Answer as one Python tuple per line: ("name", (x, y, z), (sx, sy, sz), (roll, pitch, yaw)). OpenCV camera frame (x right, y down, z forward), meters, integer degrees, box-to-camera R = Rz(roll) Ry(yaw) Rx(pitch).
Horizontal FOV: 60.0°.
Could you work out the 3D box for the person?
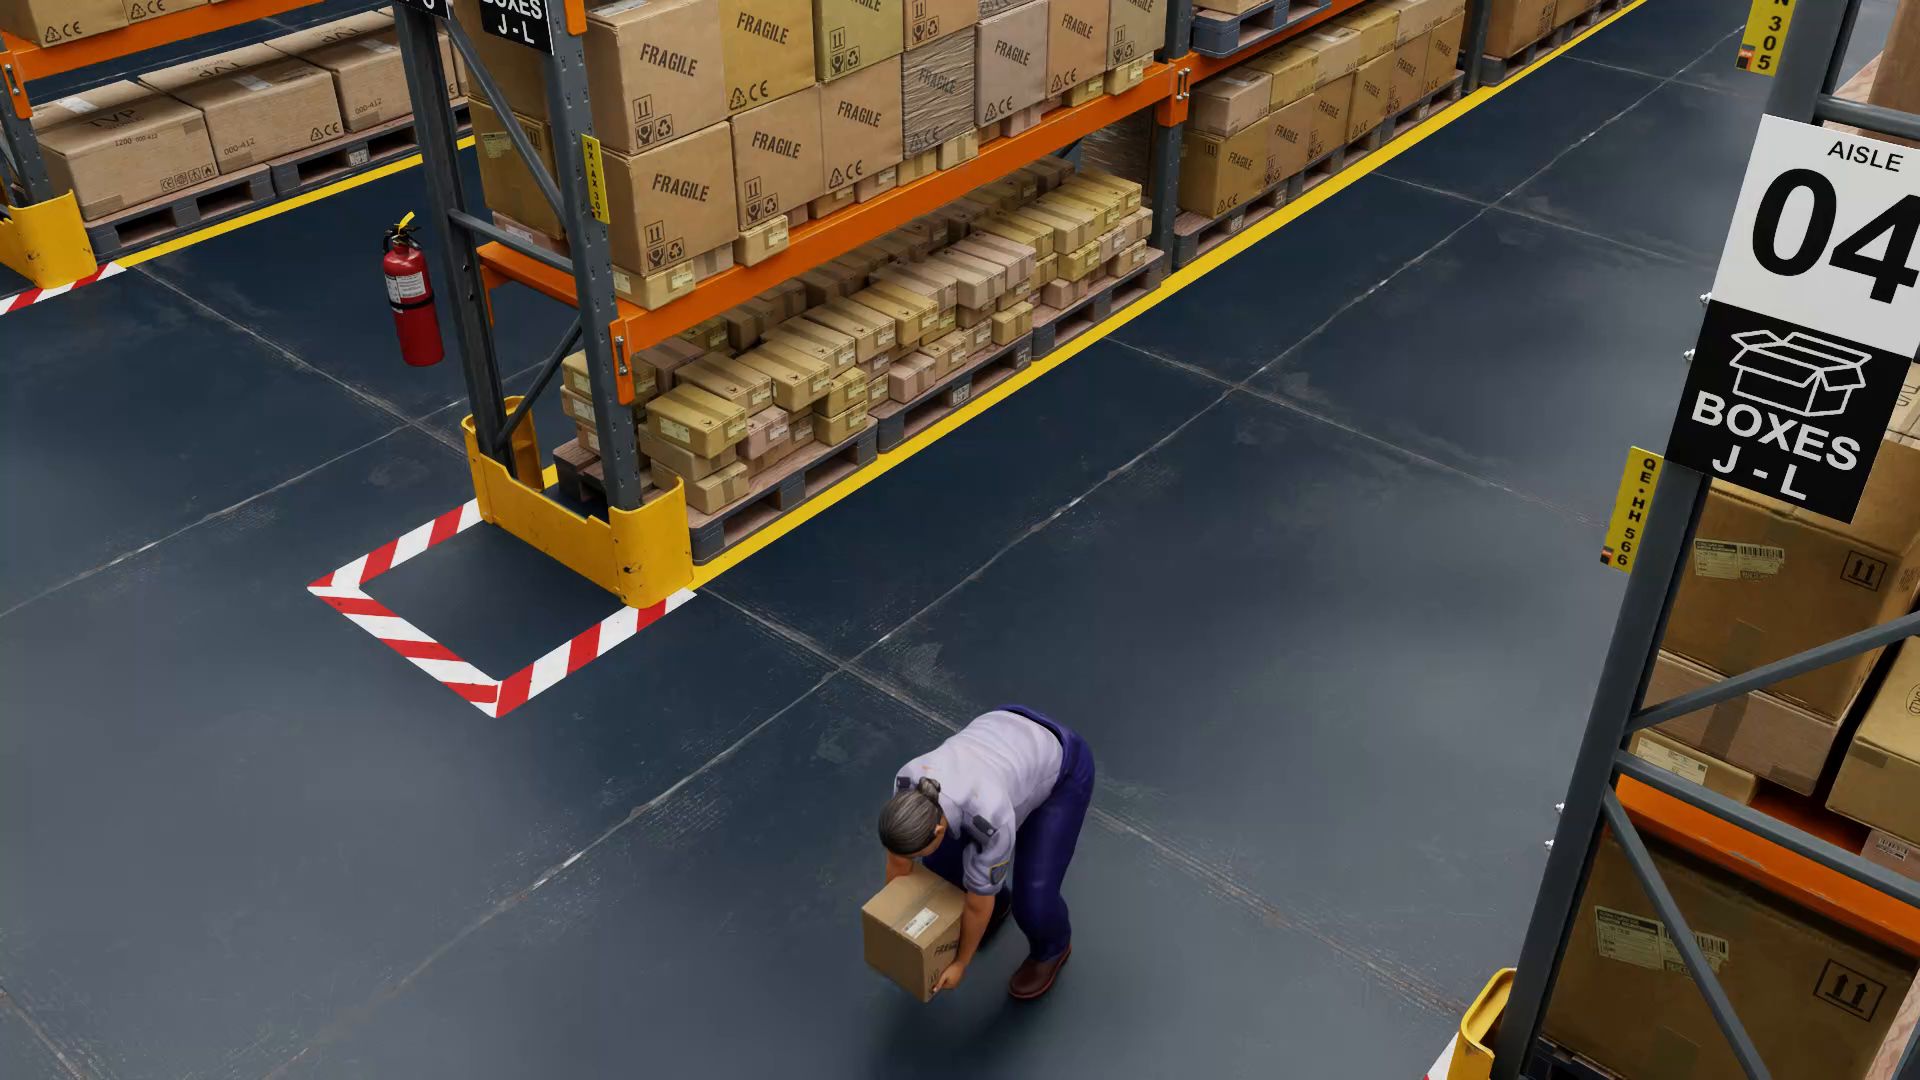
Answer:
("person", (0.132, 0.751, 5.116), (0.437, 1.633, 0.551), (25, 42, 31))
